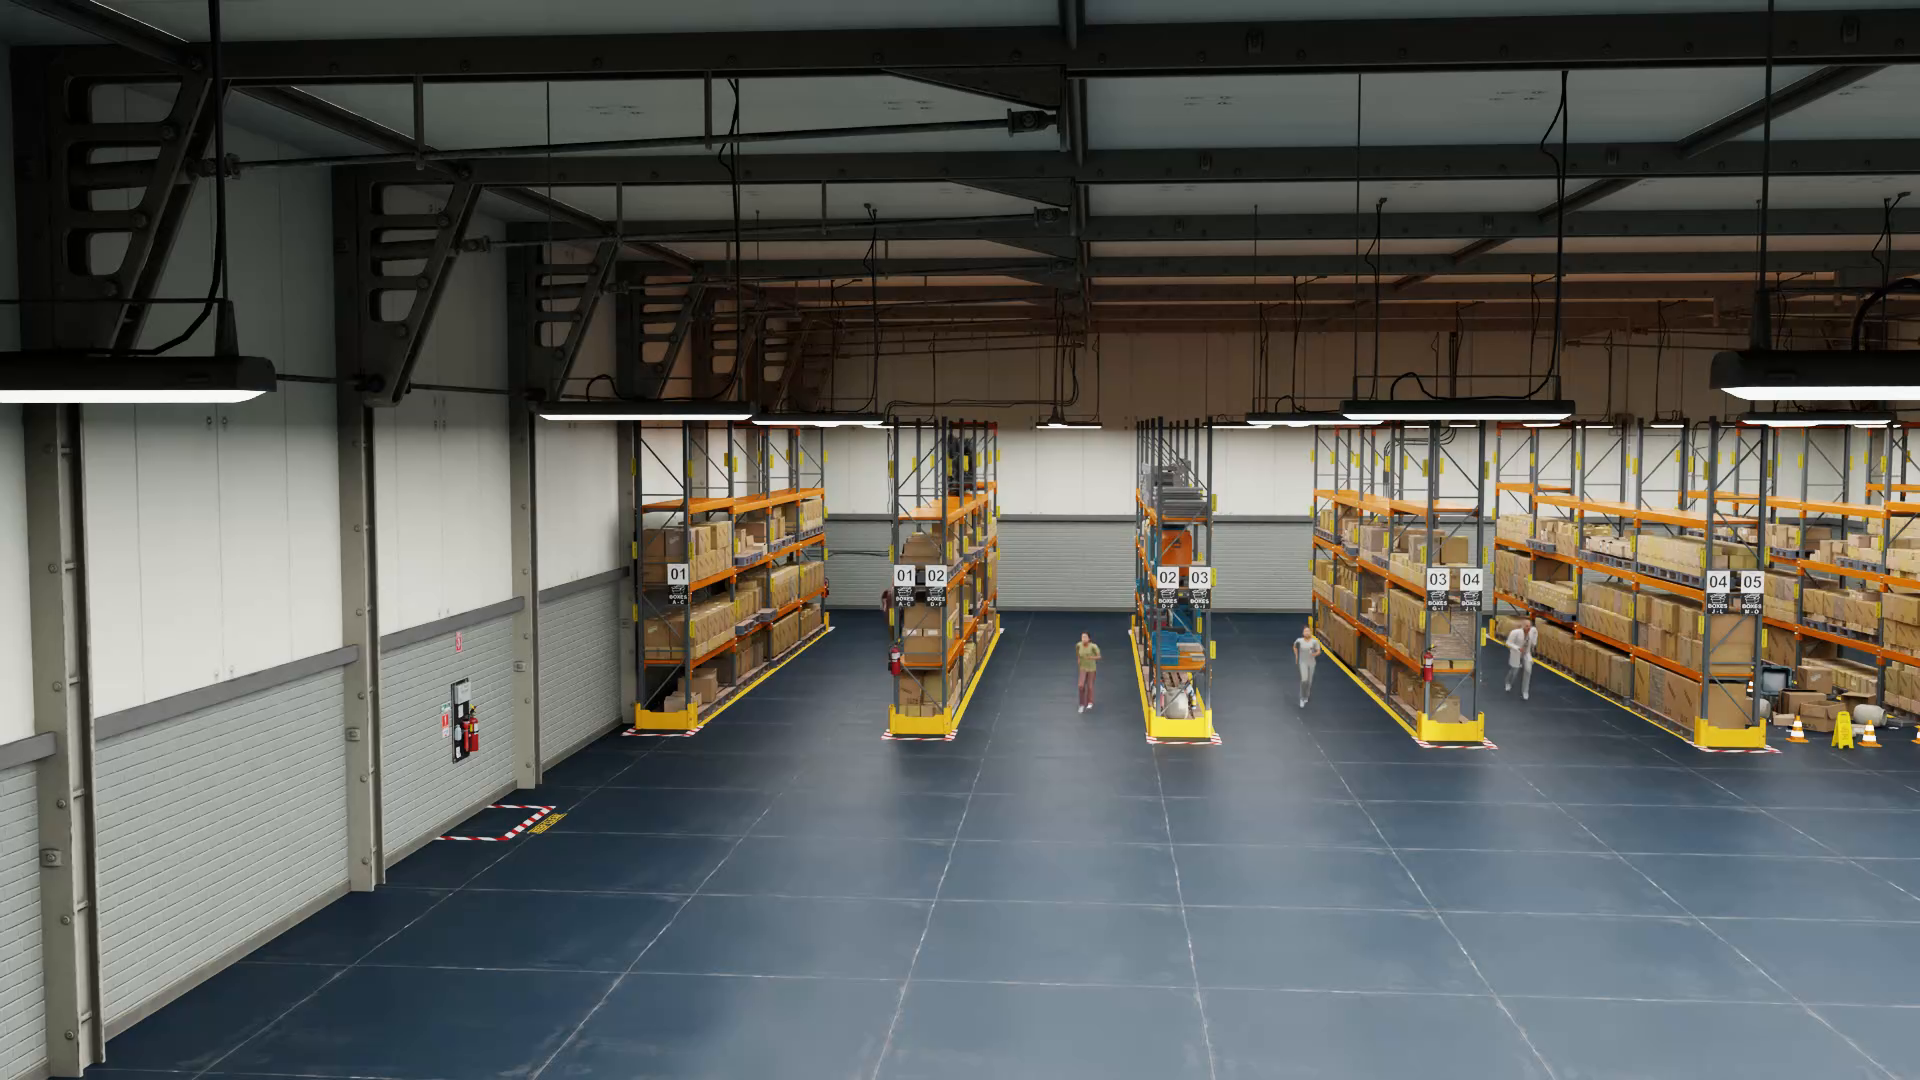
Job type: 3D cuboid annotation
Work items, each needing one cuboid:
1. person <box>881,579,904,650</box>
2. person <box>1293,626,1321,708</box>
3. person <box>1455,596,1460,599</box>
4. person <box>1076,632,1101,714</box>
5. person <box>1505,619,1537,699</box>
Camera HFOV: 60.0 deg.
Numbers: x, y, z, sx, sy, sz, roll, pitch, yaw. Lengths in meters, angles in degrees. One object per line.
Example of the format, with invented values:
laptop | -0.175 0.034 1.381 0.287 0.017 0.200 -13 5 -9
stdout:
person | -1.671 1.860 42.068 0.711 1.765 0.853 0 4 6
person | 7.231 2.632 34.628 0.546 1.707 0.728 0 4 5
person | 13.400 1.977 45.100 0.658 1.666 0.769 1 4 12
person | 2.616 2.721 33.881 0.563 1.658 0.797 1 4 16
person | 12.106 2.548 36.038 0.754 1.742 1.064 -1 4 -8
